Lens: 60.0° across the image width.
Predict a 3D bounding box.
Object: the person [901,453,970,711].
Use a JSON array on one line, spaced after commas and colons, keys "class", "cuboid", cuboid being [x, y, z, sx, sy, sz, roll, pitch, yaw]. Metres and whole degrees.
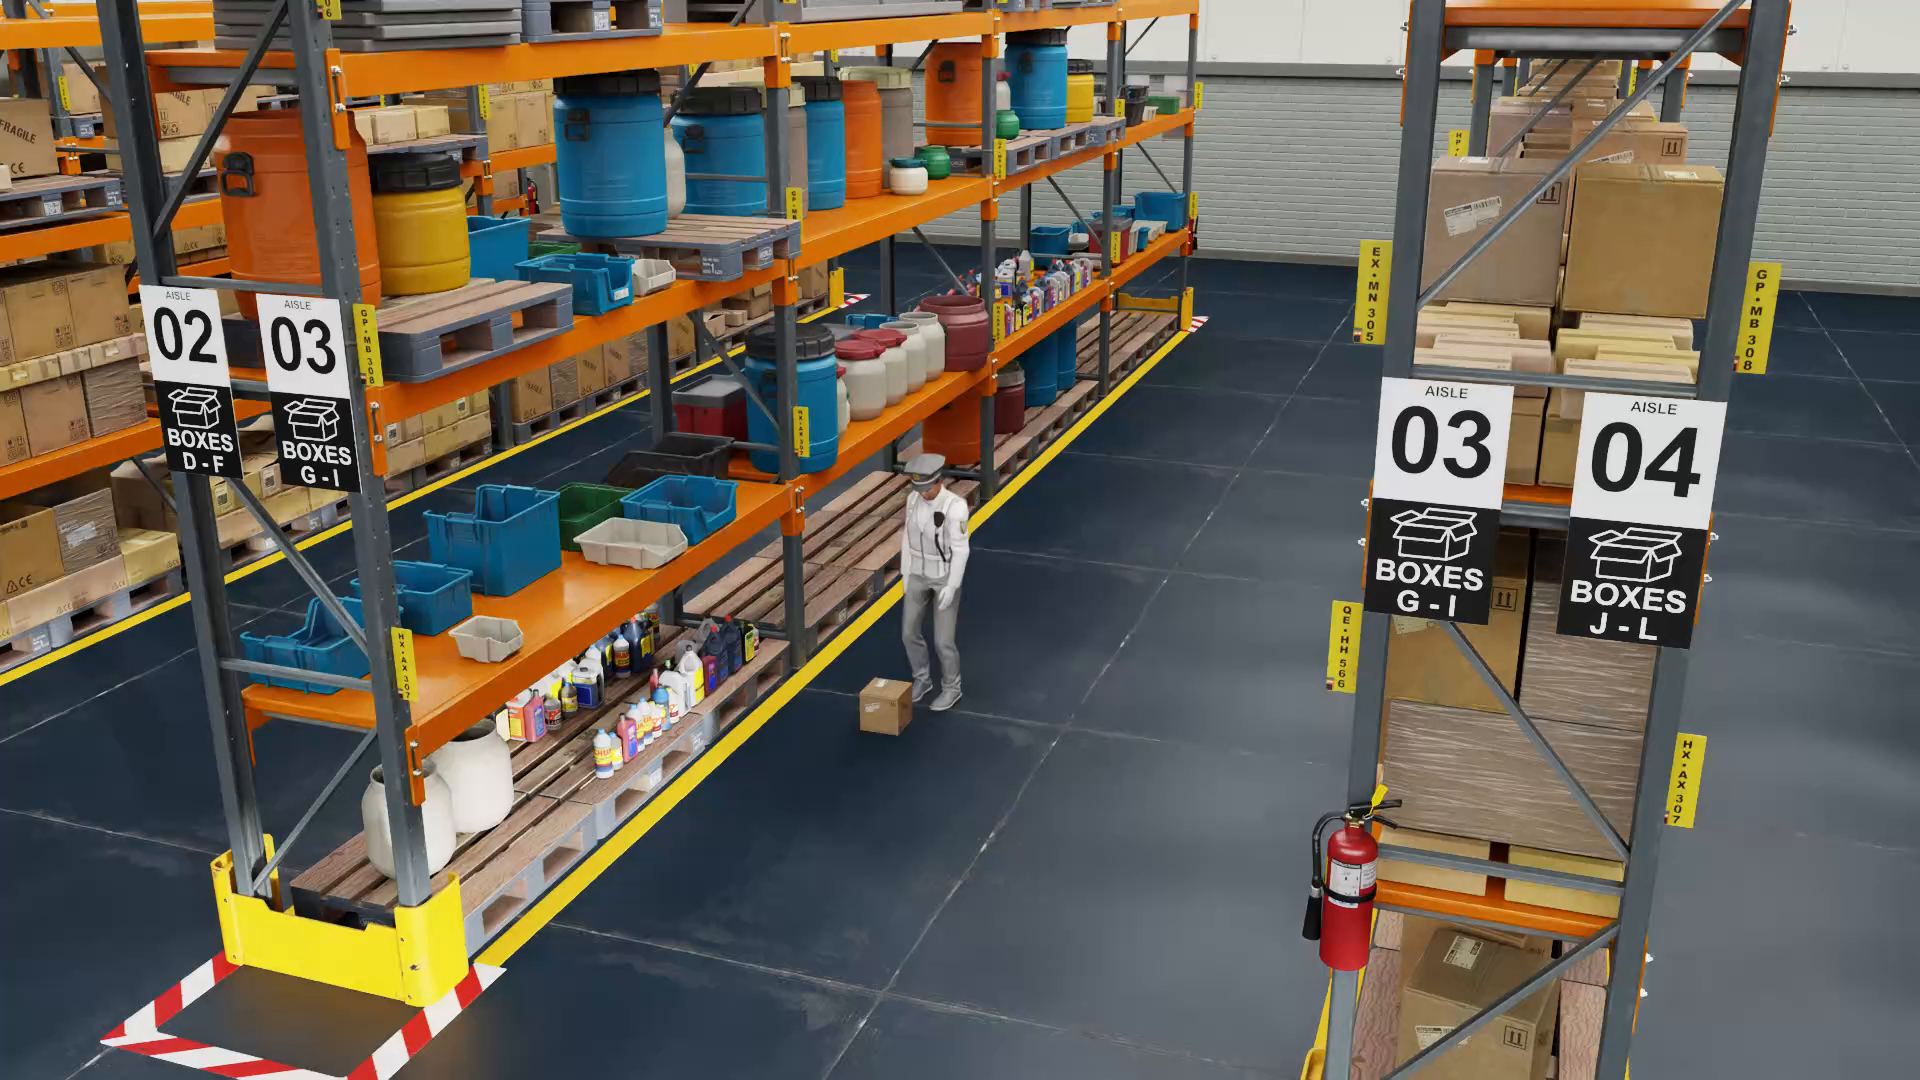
[{"class": "person", "cuboid": [-0.162, 0.258, 10.357, 0.492, 1.642, 0.412, 13, 23, 34]}]
